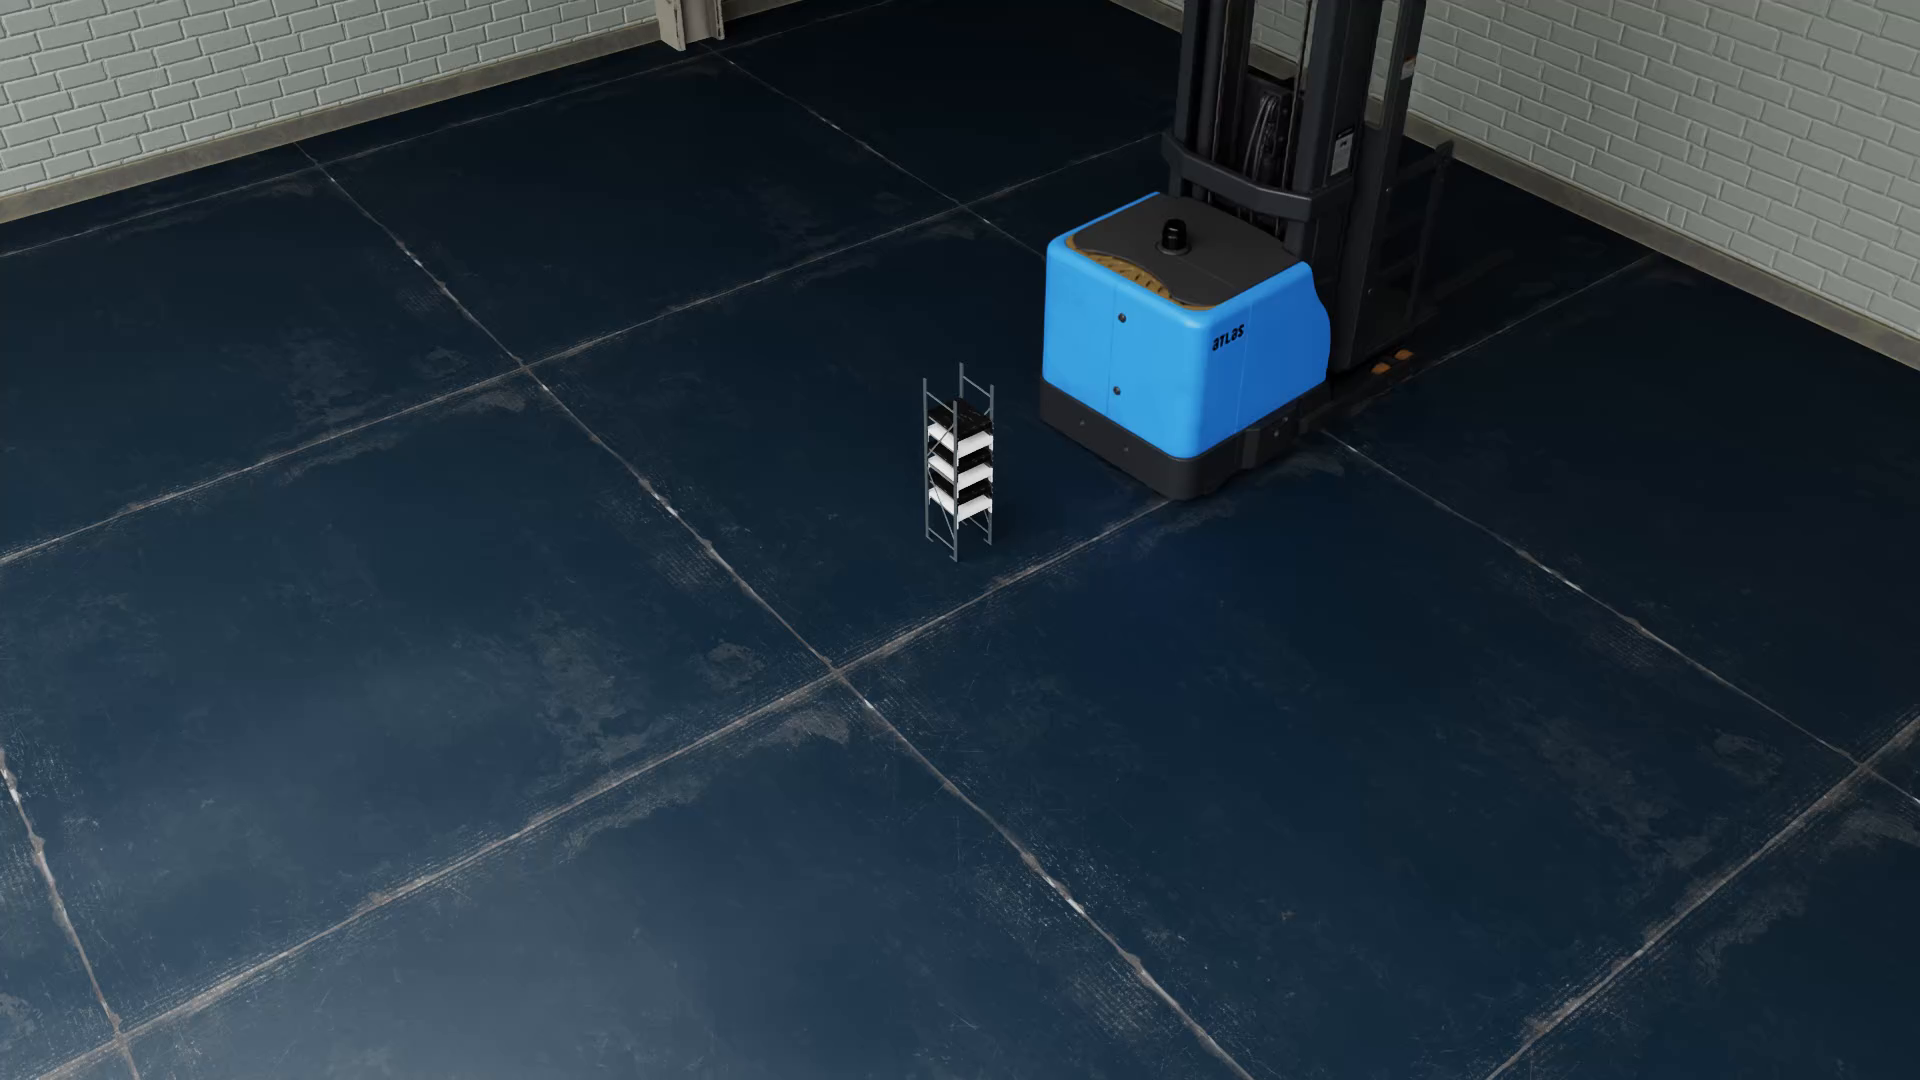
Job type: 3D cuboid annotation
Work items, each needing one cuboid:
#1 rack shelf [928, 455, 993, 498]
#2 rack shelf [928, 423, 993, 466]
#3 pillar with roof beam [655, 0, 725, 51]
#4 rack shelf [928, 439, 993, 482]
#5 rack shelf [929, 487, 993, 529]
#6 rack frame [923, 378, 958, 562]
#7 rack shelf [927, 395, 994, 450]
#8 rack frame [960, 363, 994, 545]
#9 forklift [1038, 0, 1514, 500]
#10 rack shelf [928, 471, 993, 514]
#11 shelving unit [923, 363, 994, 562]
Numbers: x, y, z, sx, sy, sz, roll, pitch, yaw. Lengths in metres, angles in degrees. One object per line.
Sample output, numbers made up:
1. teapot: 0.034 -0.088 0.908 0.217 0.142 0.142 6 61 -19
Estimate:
1. rack shelf: -0.006 -0.319 7.615 0.200 0.077 0.258 -26 46 -28
2. rack shelf: -0.006 -0.458 7.501 0.200 0.077 0.258 -26 46 -28
3. pillar with roof beam: 0.615 -5.079 6.980 0.400 9.000 9.100 -26 46 -28
4. rack shelf: -0.006 -0.389 7.558 0.200 0.077 0.258 -26 46 -28
5. rack shelf: -0.006 -0.180 7.730 0.200 0.077 0.258 -26 46 -28
6. rack frame: -0.087 -0.305 7.546 0.006 0.900 0.240 -26 46 -28
7. rack shelf: -0.006 -0.528 7.444 0.200 0.077 0.258 -26 46 -28
8. rack frame: 0.074 -0.384 7.642 0.006 0.900 0.240 -26 46 -28
9. forklift: 1.834 -2.129 8.167 3.031 2.935 1.130 -30 48 -31
10. rack shelf: -0.006 -0.249 7.672 0.200 0.077 0.258 -26 46 -28
11. shelving unit: -0.006 -0.345 7.594 0.210 0.900 0.258 -26 46 -28
